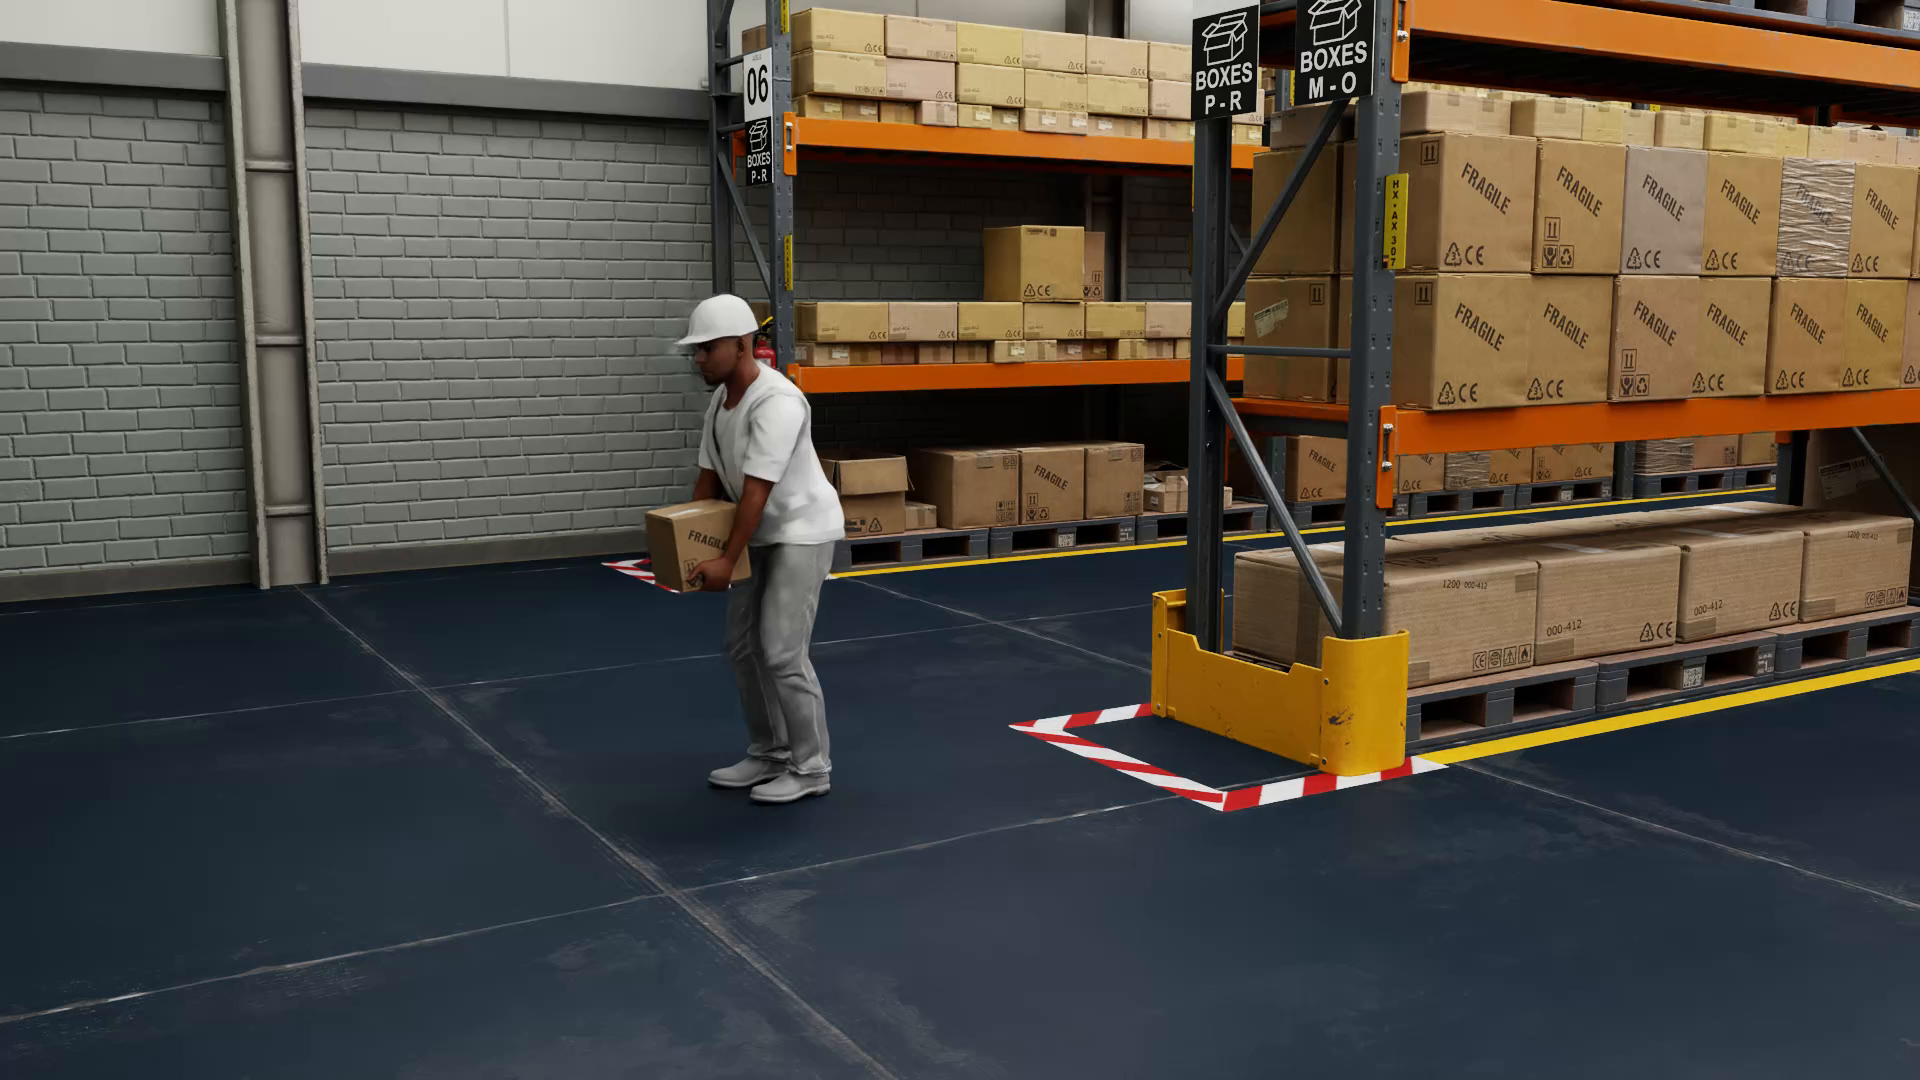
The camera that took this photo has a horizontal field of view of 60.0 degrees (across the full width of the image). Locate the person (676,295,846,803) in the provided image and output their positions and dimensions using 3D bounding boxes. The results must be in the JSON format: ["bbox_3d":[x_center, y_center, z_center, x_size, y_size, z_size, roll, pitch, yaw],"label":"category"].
[{"bbox_3d":[-0.702,0.030,5.690,0.609,1.719,0.498,-5,10,-32],"label":"person"}]
